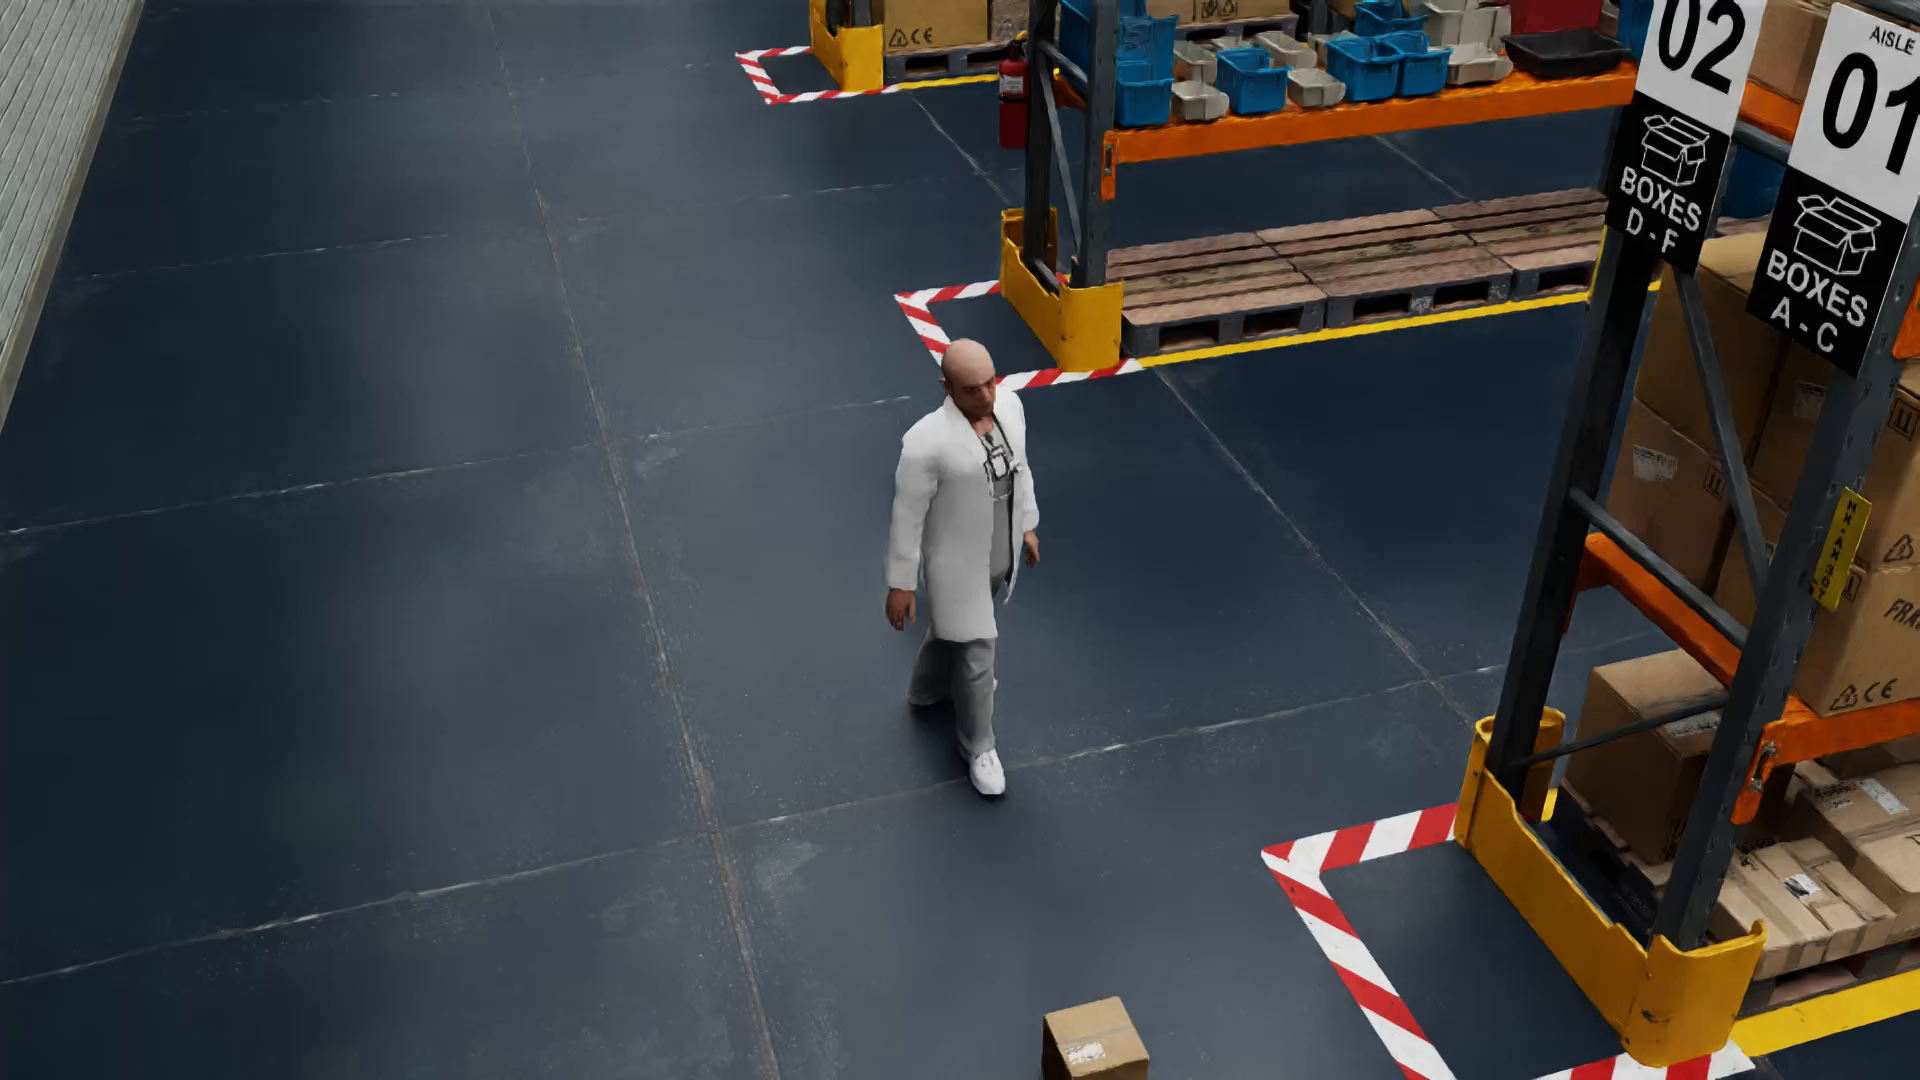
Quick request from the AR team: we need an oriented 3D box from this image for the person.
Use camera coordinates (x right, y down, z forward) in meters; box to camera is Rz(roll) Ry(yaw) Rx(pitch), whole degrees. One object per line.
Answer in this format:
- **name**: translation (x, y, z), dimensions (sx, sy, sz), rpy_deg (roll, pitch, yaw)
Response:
- **person**: translation (0.005, 0.058, 6.068), dimensions (0.667, 1.771, 0.684), rpy_deg (26, 41, 33)
